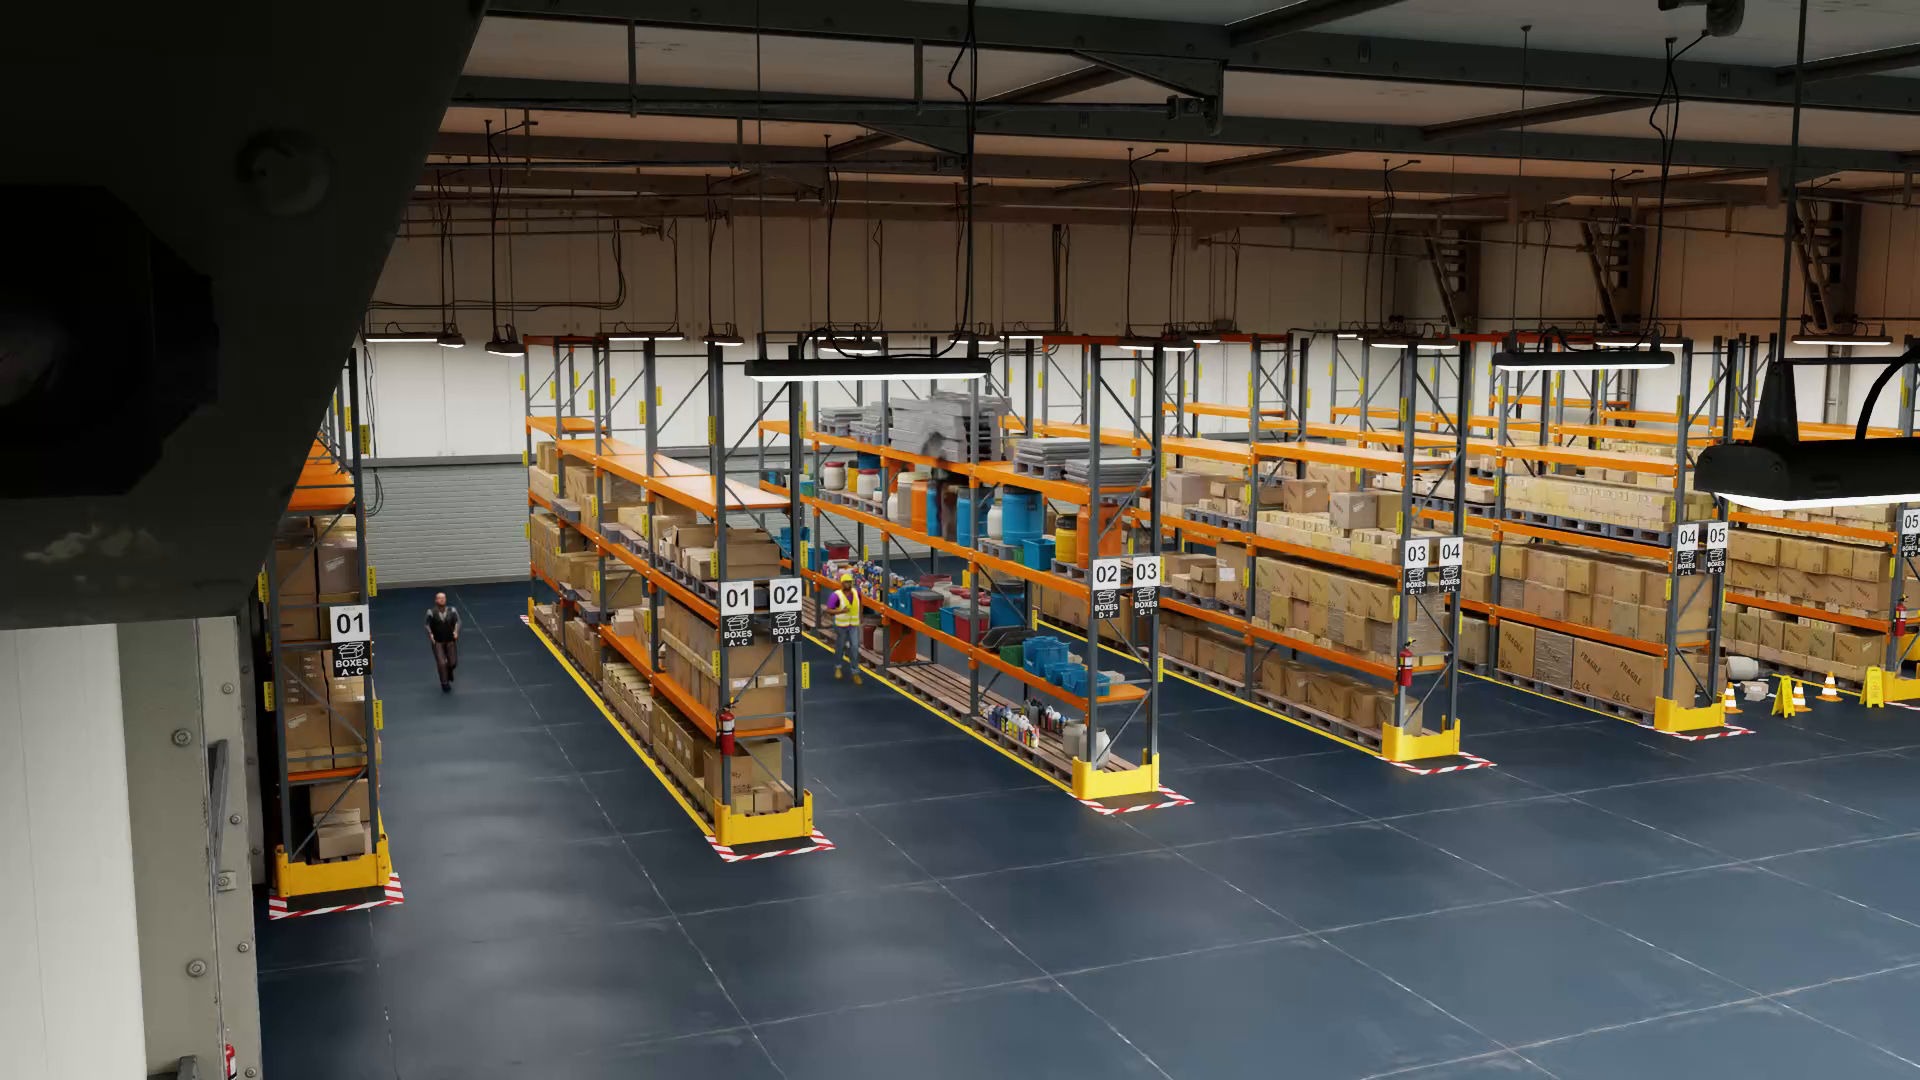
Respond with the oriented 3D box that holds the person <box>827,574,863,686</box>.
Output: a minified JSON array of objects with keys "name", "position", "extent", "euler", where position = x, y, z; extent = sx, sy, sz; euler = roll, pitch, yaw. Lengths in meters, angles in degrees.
[{"name":"person","position":[-1.895,1.469,27.754],"extent":[0.730,1.841,0.773],"euler":[-3,8,-24]}]

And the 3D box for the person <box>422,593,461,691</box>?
[{"name":"person","position":[-8.834,1.728,28.415],"extent":[0.644,1.677,0.580],"euler":[-3,8,-24]}]
